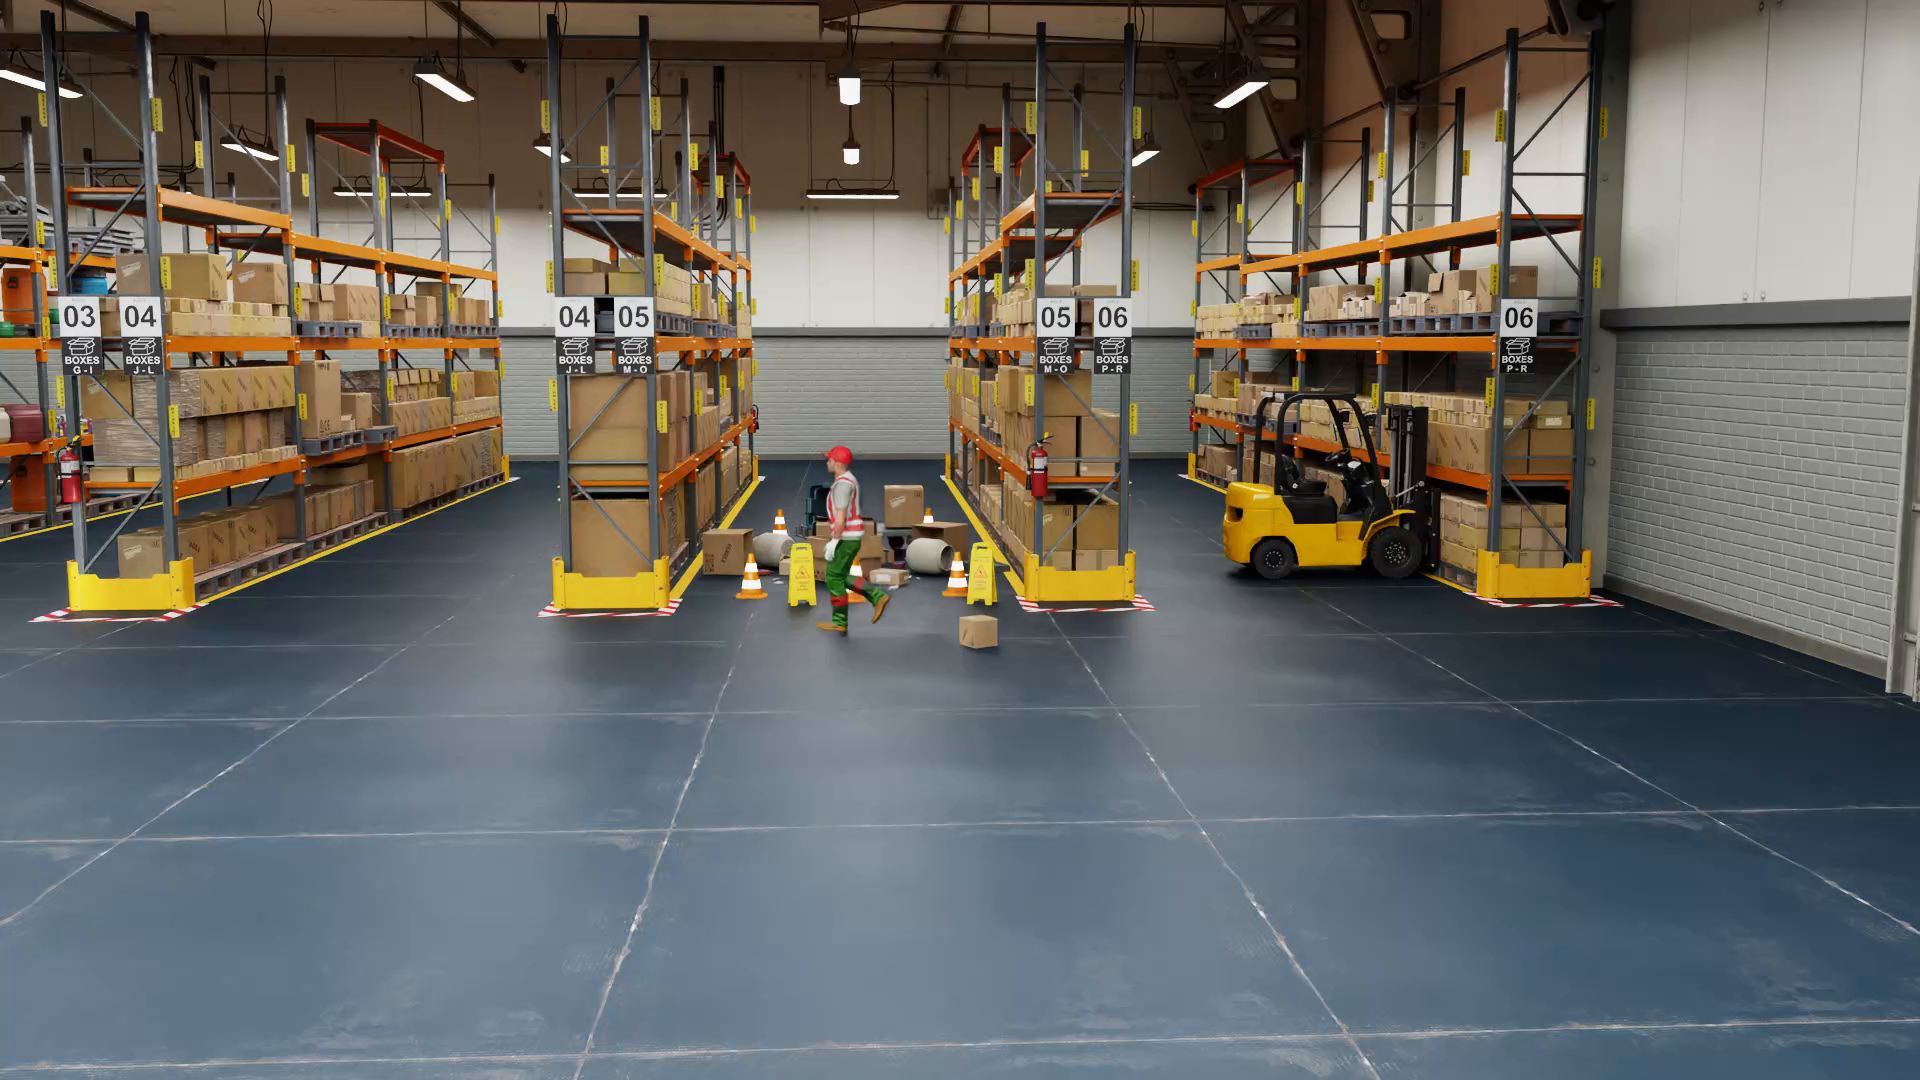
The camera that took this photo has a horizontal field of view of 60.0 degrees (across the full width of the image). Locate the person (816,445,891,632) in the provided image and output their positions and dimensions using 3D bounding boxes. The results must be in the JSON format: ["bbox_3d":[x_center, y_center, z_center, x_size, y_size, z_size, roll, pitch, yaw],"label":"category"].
[{"bbox_3d":[-1.013,-0.013,15.714,0.705,1.769,0.659,0,7,3],"label":"person"}]
